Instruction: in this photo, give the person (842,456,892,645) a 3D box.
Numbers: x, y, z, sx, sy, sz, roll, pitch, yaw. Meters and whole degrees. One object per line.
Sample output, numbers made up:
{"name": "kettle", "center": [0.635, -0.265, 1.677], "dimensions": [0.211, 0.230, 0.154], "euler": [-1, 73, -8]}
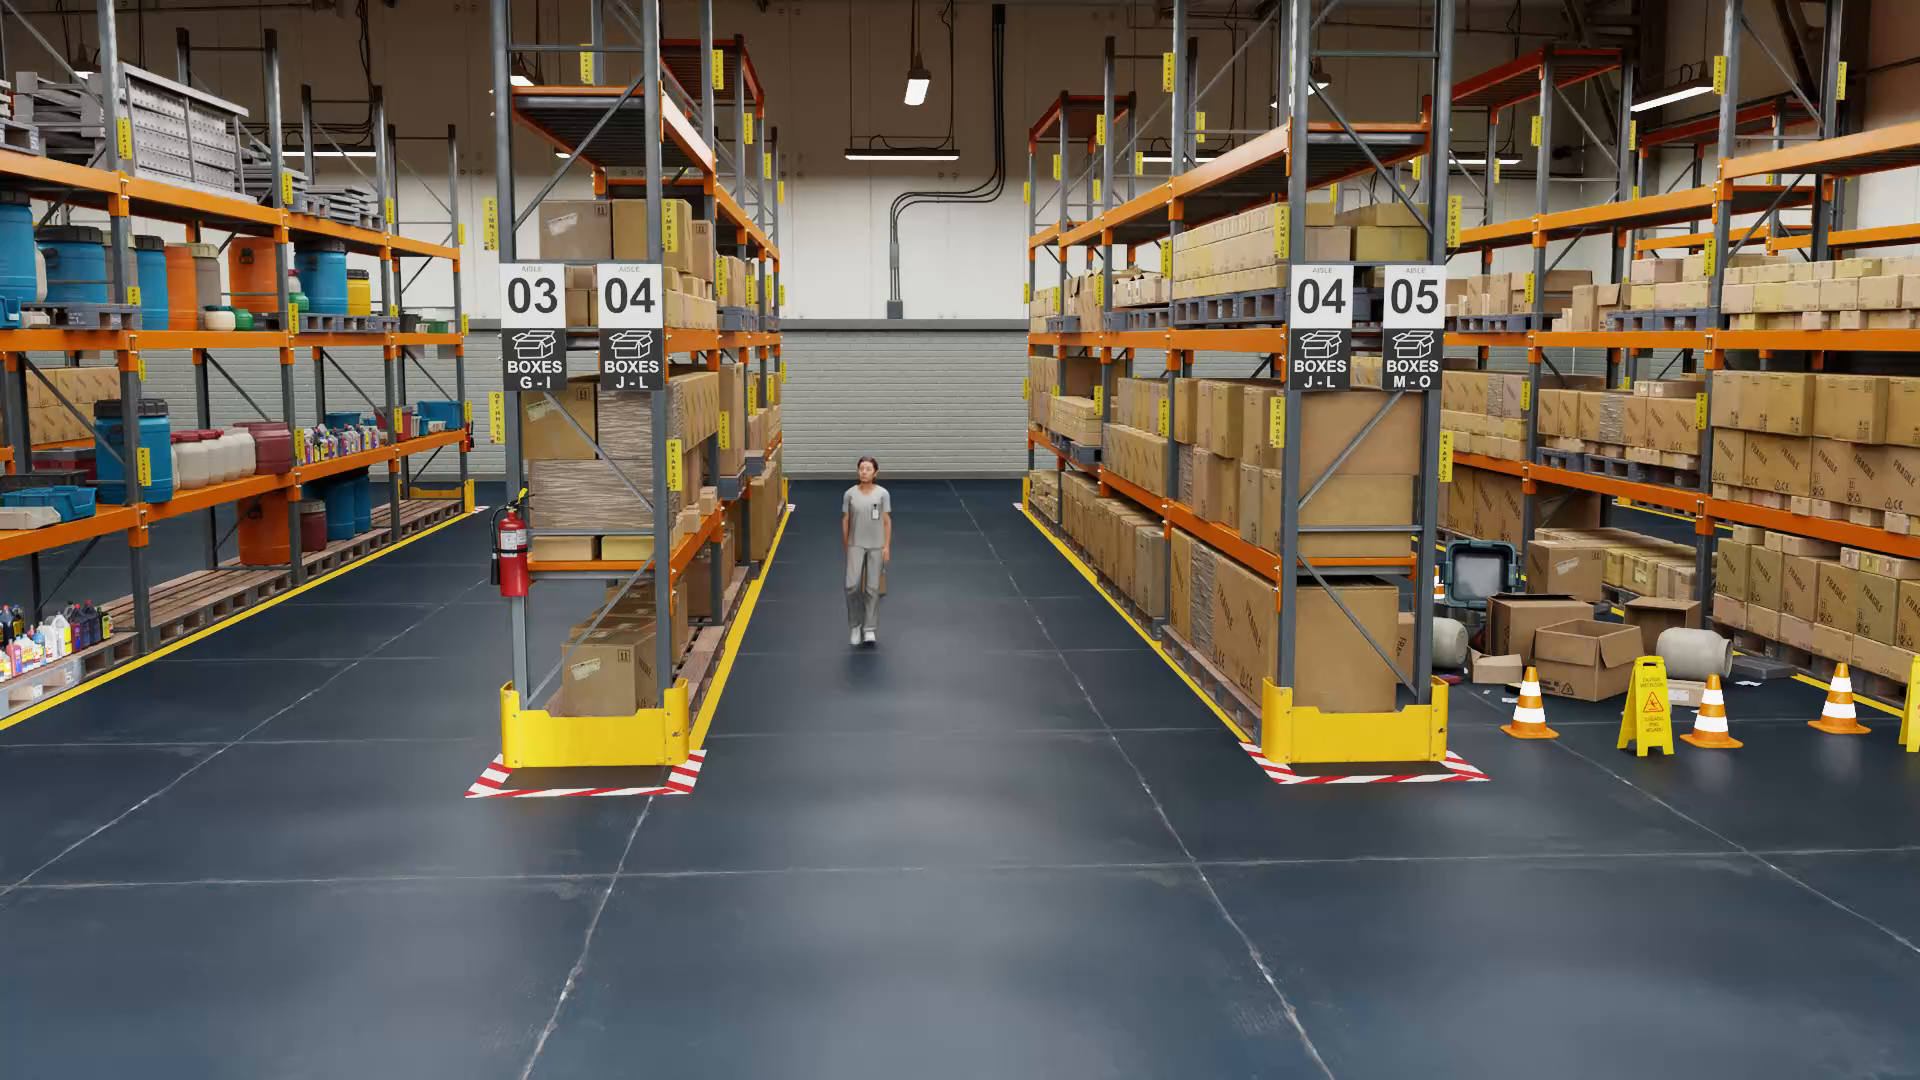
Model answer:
{"name": "person", "center": [-0.830, 0.097, 14.865], "dimensions": [0.444, 1.690, 0.463], "euler": [0, 7, -3]}
